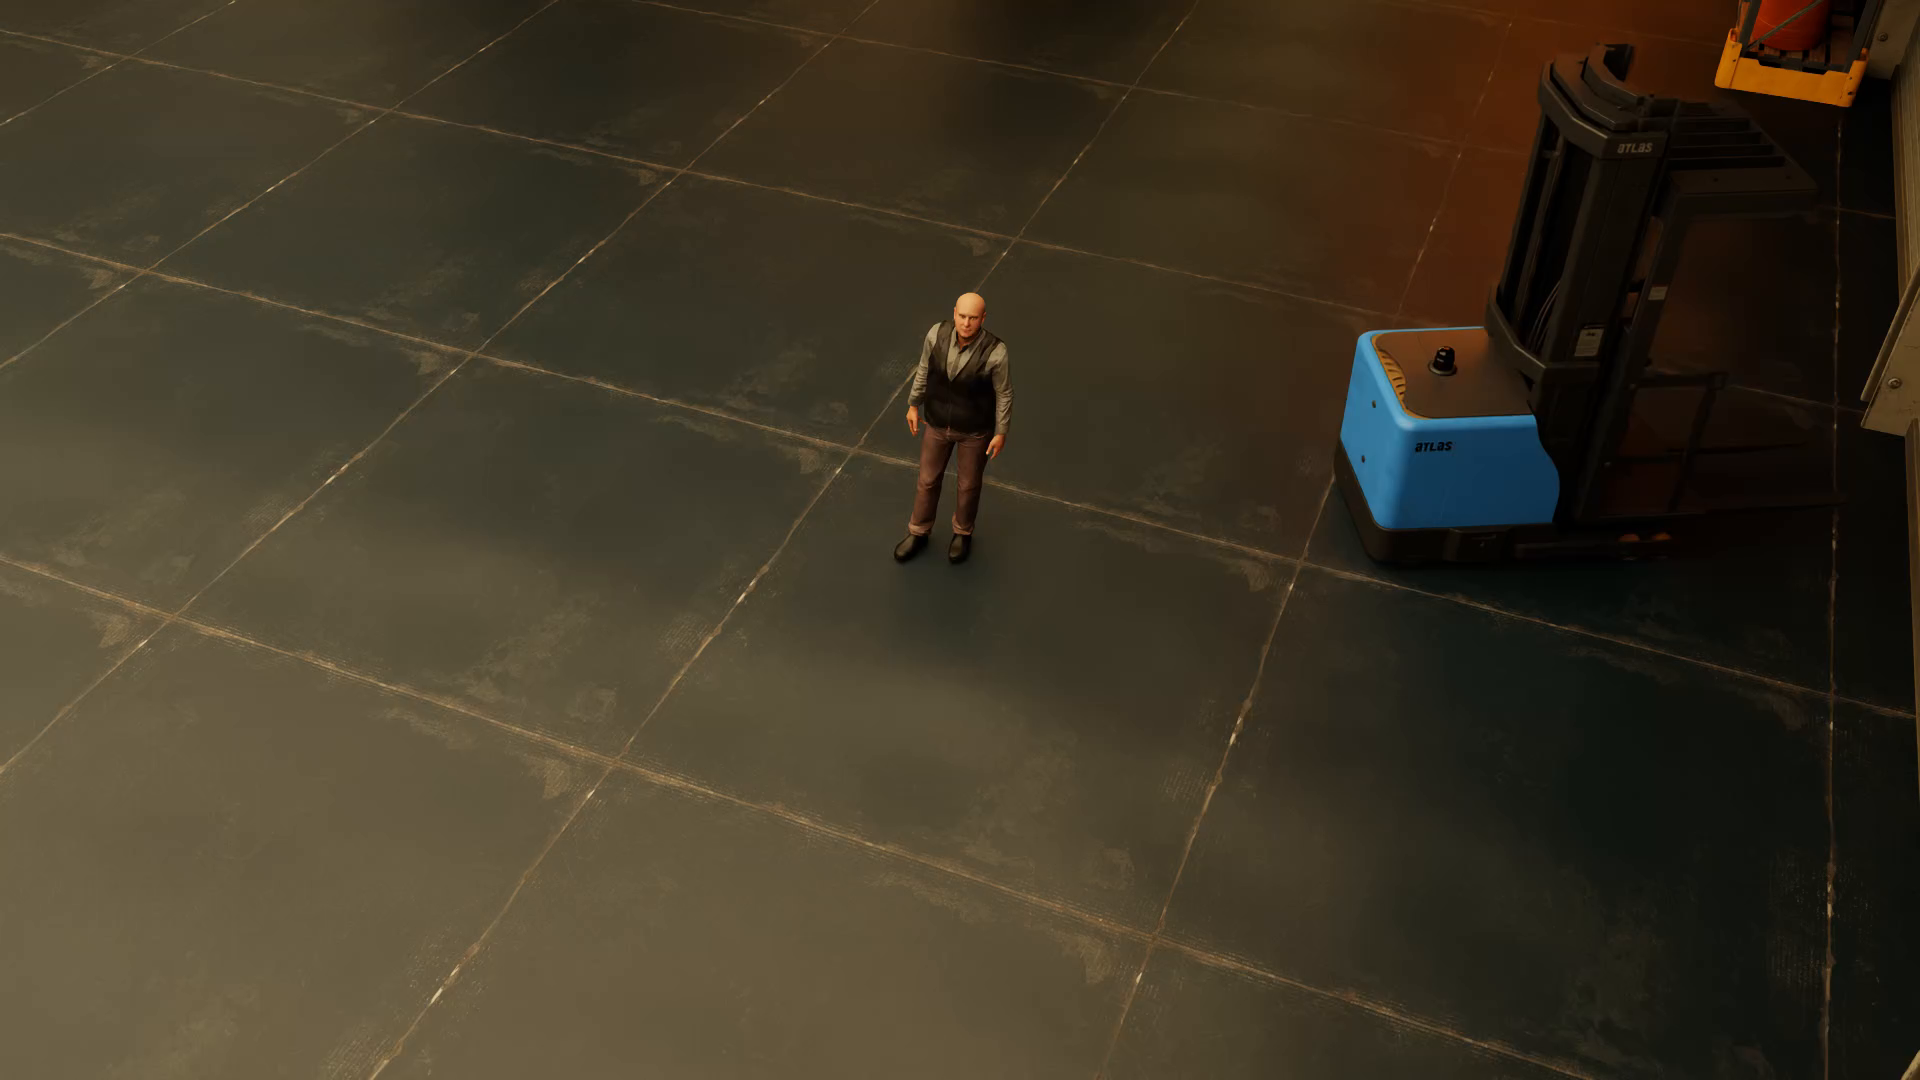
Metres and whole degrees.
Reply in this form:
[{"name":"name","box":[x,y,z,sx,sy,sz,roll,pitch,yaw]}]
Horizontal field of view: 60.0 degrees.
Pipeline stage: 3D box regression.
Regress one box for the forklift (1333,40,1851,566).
[{"name":"forklift","box":[3.949,-1.337,9.603,3.031,2.935,1.130,-3,40,-3]}]

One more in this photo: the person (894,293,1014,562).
[{"name":"person","box":[-0.031,-0.630,9.690,0.633,1.722,0.566,15,42,17]}]
